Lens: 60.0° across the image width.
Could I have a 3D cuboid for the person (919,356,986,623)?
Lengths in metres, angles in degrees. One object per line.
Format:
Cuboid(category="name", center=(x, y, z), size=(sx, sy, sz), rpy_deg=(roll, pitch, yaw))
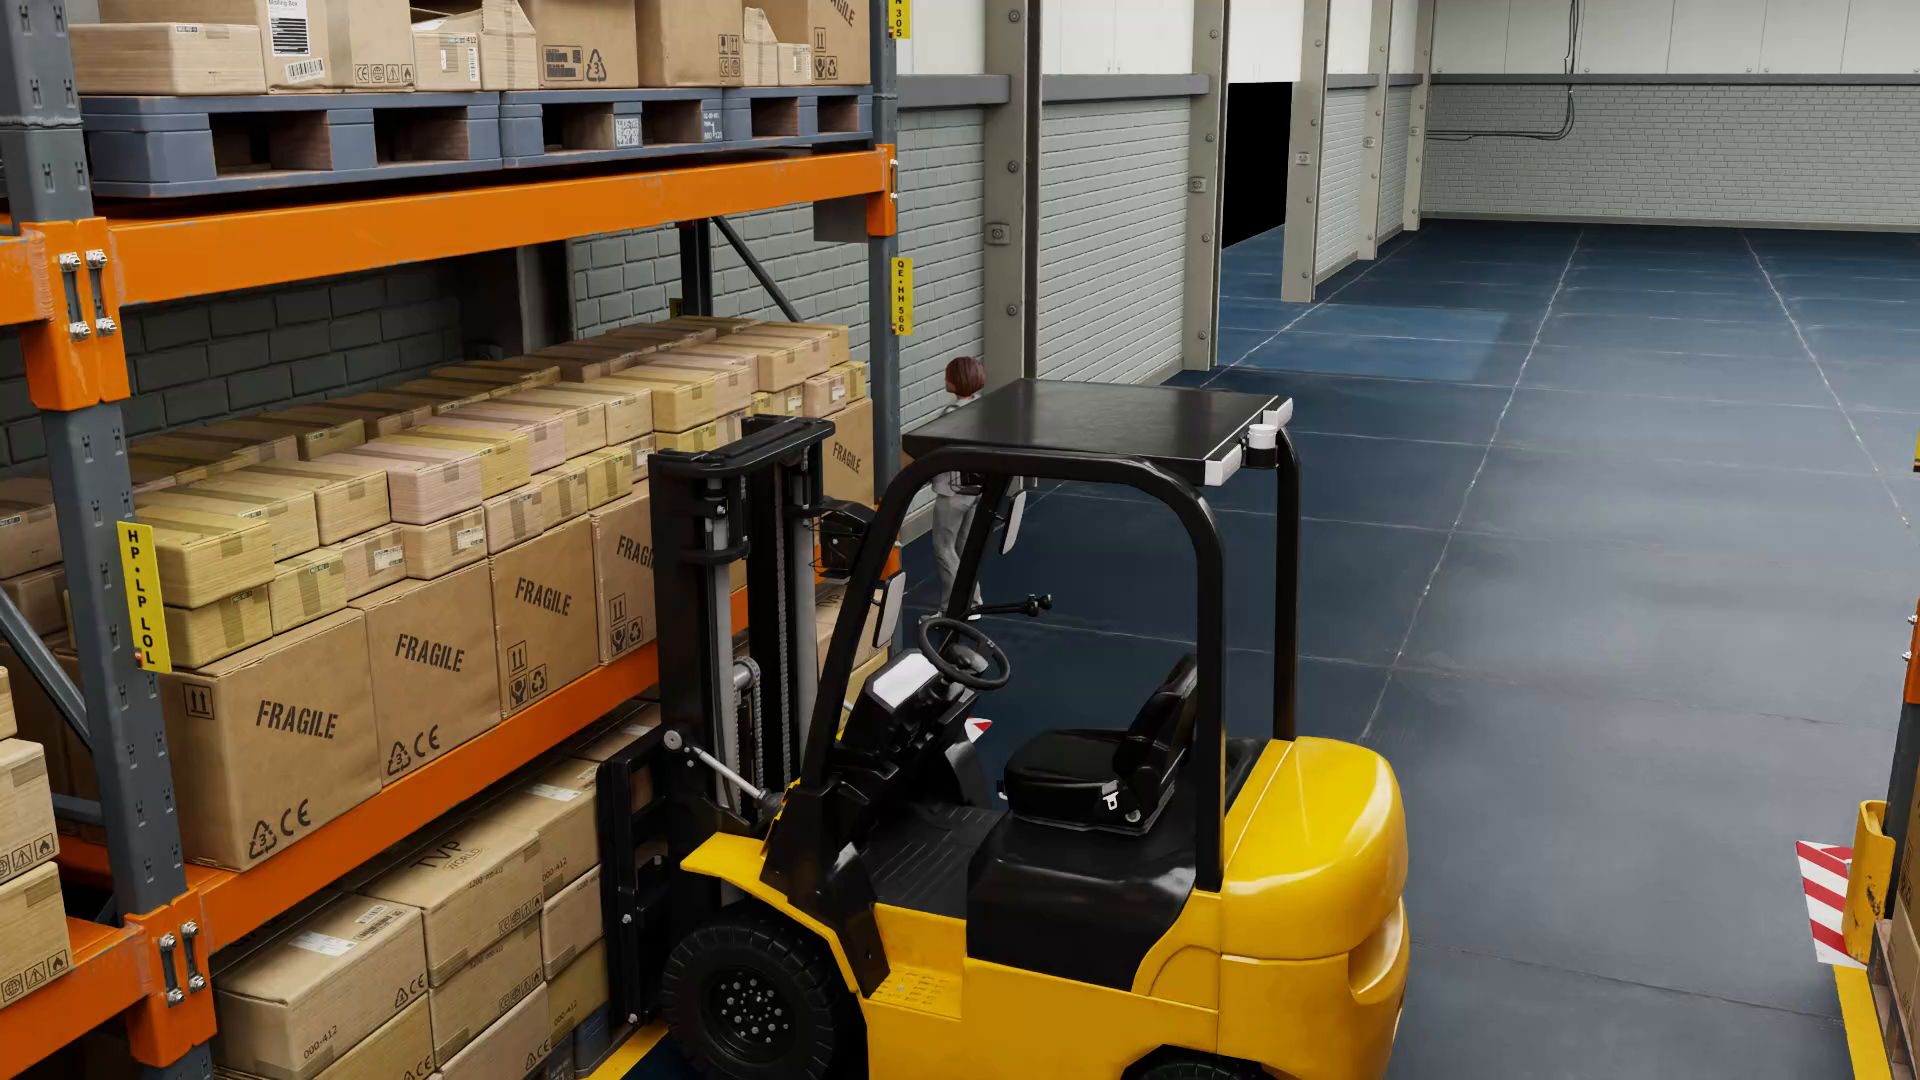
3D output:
Cuboid(category="person", center=(-0.091, -0.279, 9.549), size=(0.492, 1.590, 0.405), rpy_deg=(6, 17, 22))
